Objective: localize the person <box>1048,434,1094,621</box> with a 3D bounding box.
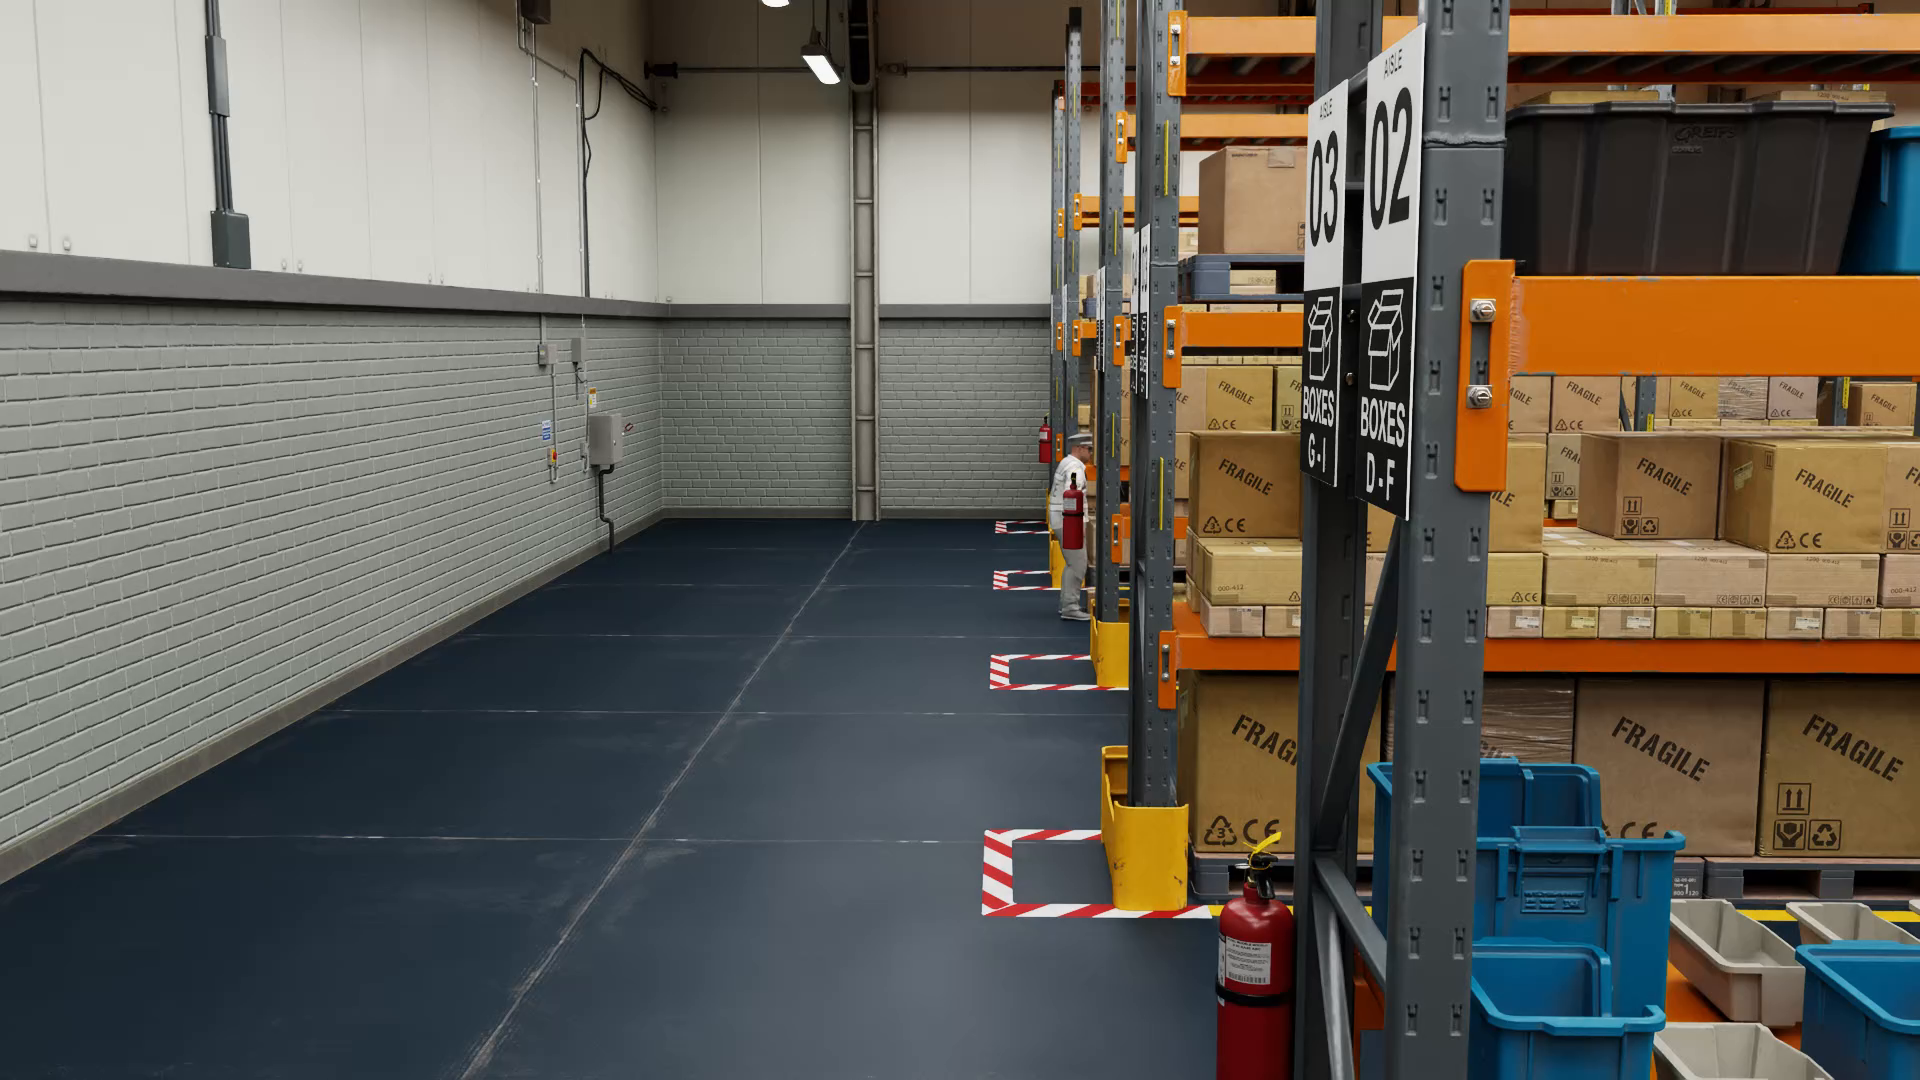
[{"bbox_3d":[1.062,-0.135,15.814,0.439,1.747,0.596,0,7,-2],"label":"person"}]
